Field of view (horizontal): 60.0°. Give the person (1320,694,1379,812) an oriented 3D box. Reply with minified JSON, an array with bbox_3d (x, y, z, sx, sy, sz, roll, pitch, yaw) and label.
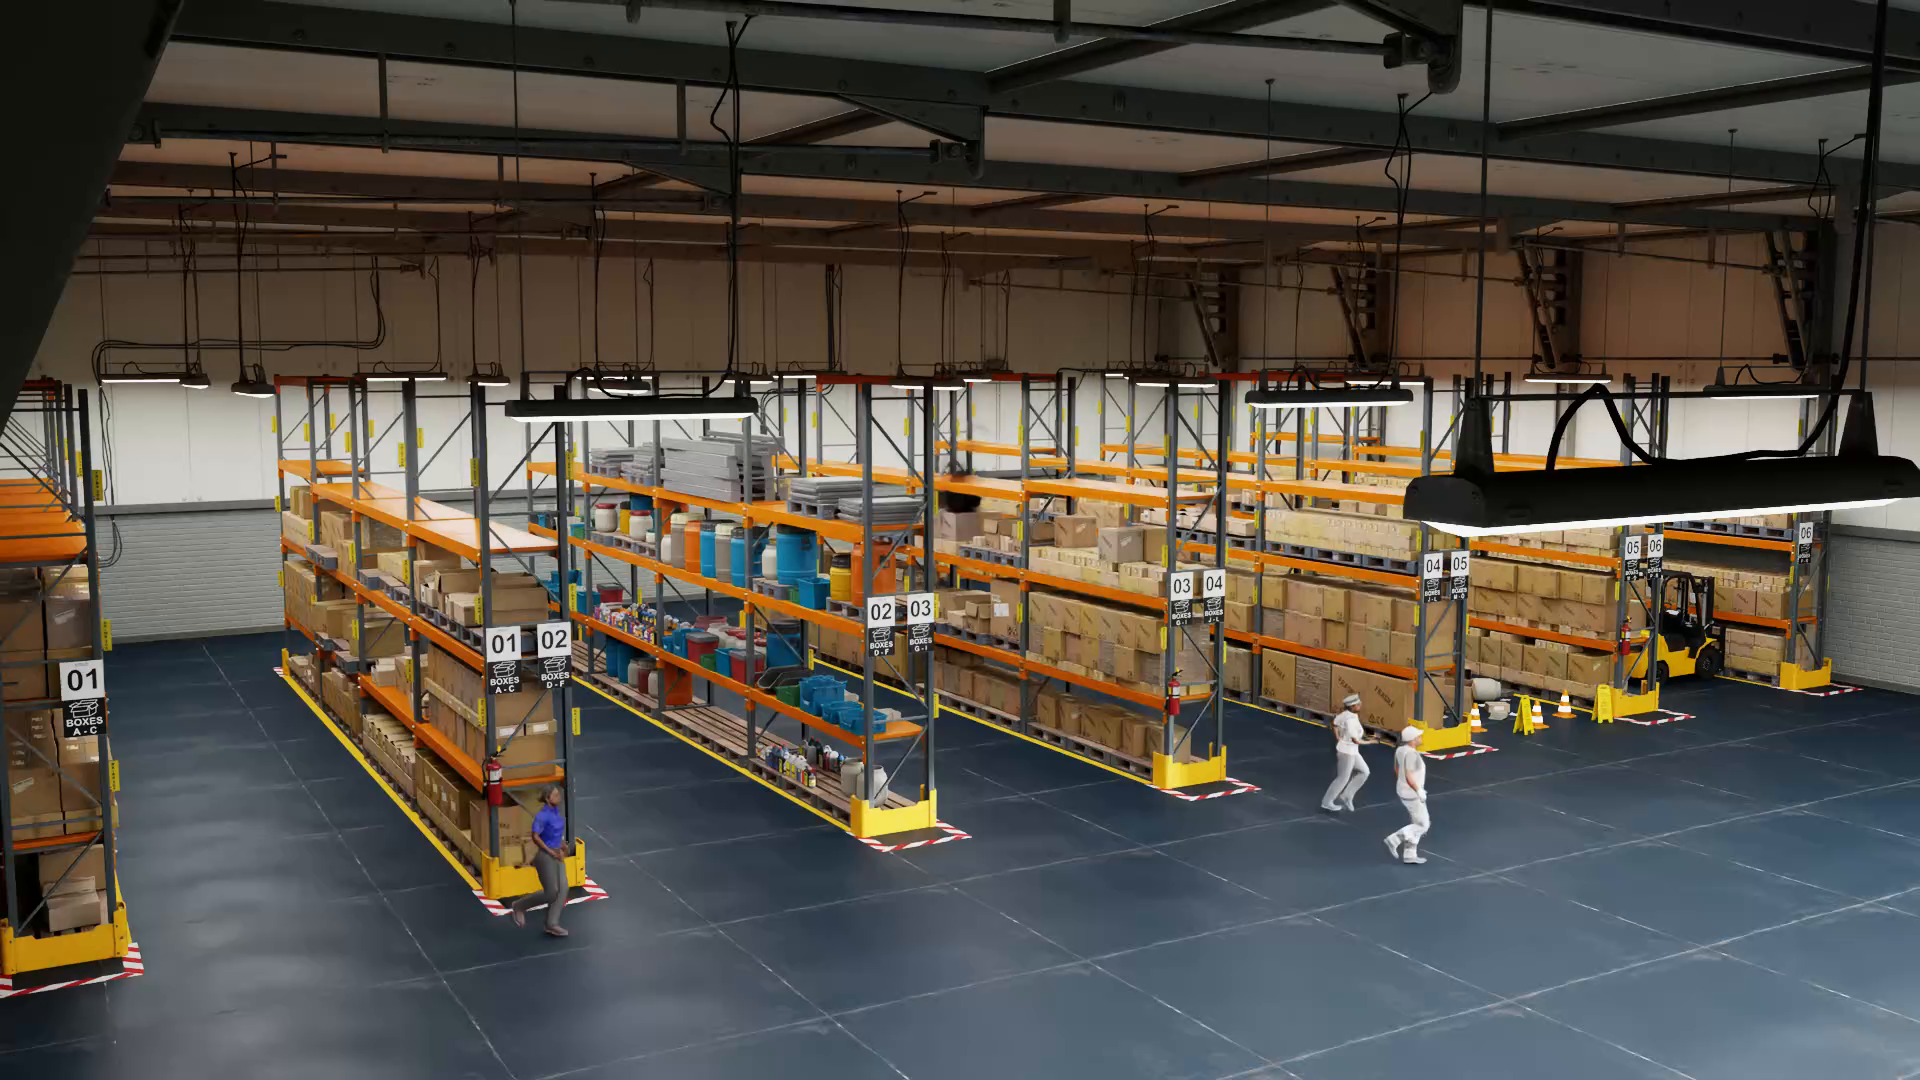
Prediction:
[{"bbox_3d":[5.426,2.971,23.131,0.772,1.696,0.530,1,6,11],"label":"person"}]

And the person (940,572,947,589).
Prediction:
[{"bbox_3d":[-0.519,0.913,42.251,0.573,1.582,0.636,1,6,12],"label":"person"}]

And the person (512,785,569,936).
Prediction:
[{"bbox_3d":[-4.625,3.529,18.452,0.653,1.618,0.625,1,6,5],"label":"person"}]

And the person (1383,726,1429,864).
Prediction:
[{"bbox_3d":[5.598,3.193,20.815,0.545,1.748,0.648,0,6,1],"label":"person"}]
